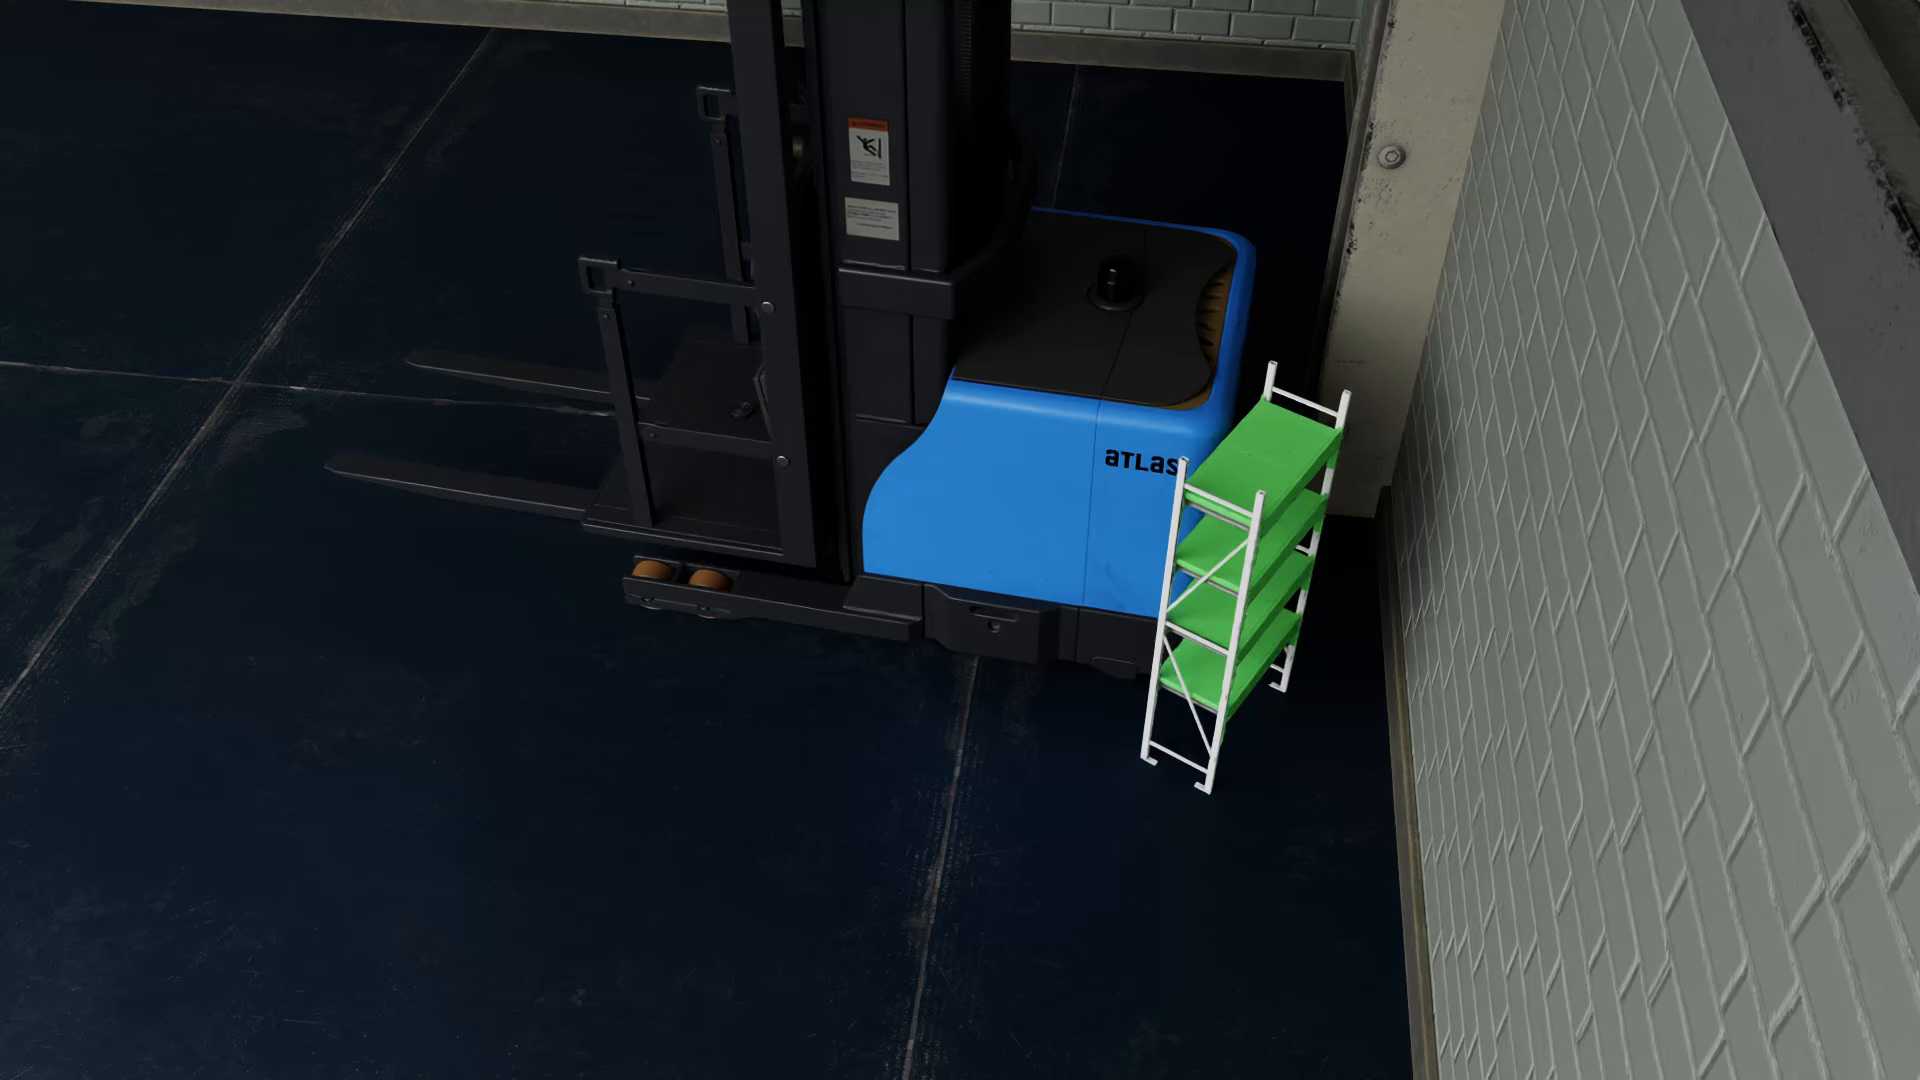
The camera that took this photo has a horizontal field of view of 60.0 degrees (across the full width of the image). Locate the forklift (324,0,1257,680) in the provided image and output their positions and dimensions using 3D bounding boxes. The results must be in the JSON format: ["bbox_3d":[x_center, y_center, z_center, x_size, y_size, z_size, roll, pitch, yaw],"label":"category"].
[{"bbox_3d":[-0.630,-1.150,4.832,3.031,2.935,1.130,9,44,9],"label":"forklift"}]

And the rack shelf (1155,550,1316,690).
[{"bbox_3d":[0.794,0.180,4.778,0.258,0.148,0.480,26,49,24],"label":"rack shelf"}]

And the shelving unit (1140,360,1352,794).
[{"bbox_3d":[0.795,0.134,4.734,0.258,1.200,0.503,26,49,24],"label":"shelving unit"}]

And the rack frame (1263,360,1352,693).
[{"bbox_3d":[0.935,-0.003,4.879,0.240,1.200,0.015,26,49,24],"label":"rack frame"}]

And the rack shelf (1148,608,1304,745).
[{"bbox_3d":[0.792,0.354,4.944,0.258,0.148,0.480,26,49,24],"label":"rack shelf"}]

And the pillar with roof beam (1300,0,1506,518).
[{"bbox_3d":[-2.903,-3.882,3.305,9.100,9.000,0.400,5,44,6],"label":"pillar with roof beam"}]

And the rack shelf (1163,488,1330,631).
[{"bbox_3d":[0.796,0.007,4.612,0.258,0.148,0.480,26,49,24],"label":"rack shelf"}]

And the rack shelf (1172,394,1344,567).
[{"bbox_3d":[0.798,-0.166,4.446,0.258,0.148,0.480,26,49,24],"label":"rack shelf"}]

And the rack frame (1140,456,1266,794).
[{"bbox_3d":[0.655,0.271,4.589,0.240,1.200,0.015,26,49,24],"label":"rack frame"}]
